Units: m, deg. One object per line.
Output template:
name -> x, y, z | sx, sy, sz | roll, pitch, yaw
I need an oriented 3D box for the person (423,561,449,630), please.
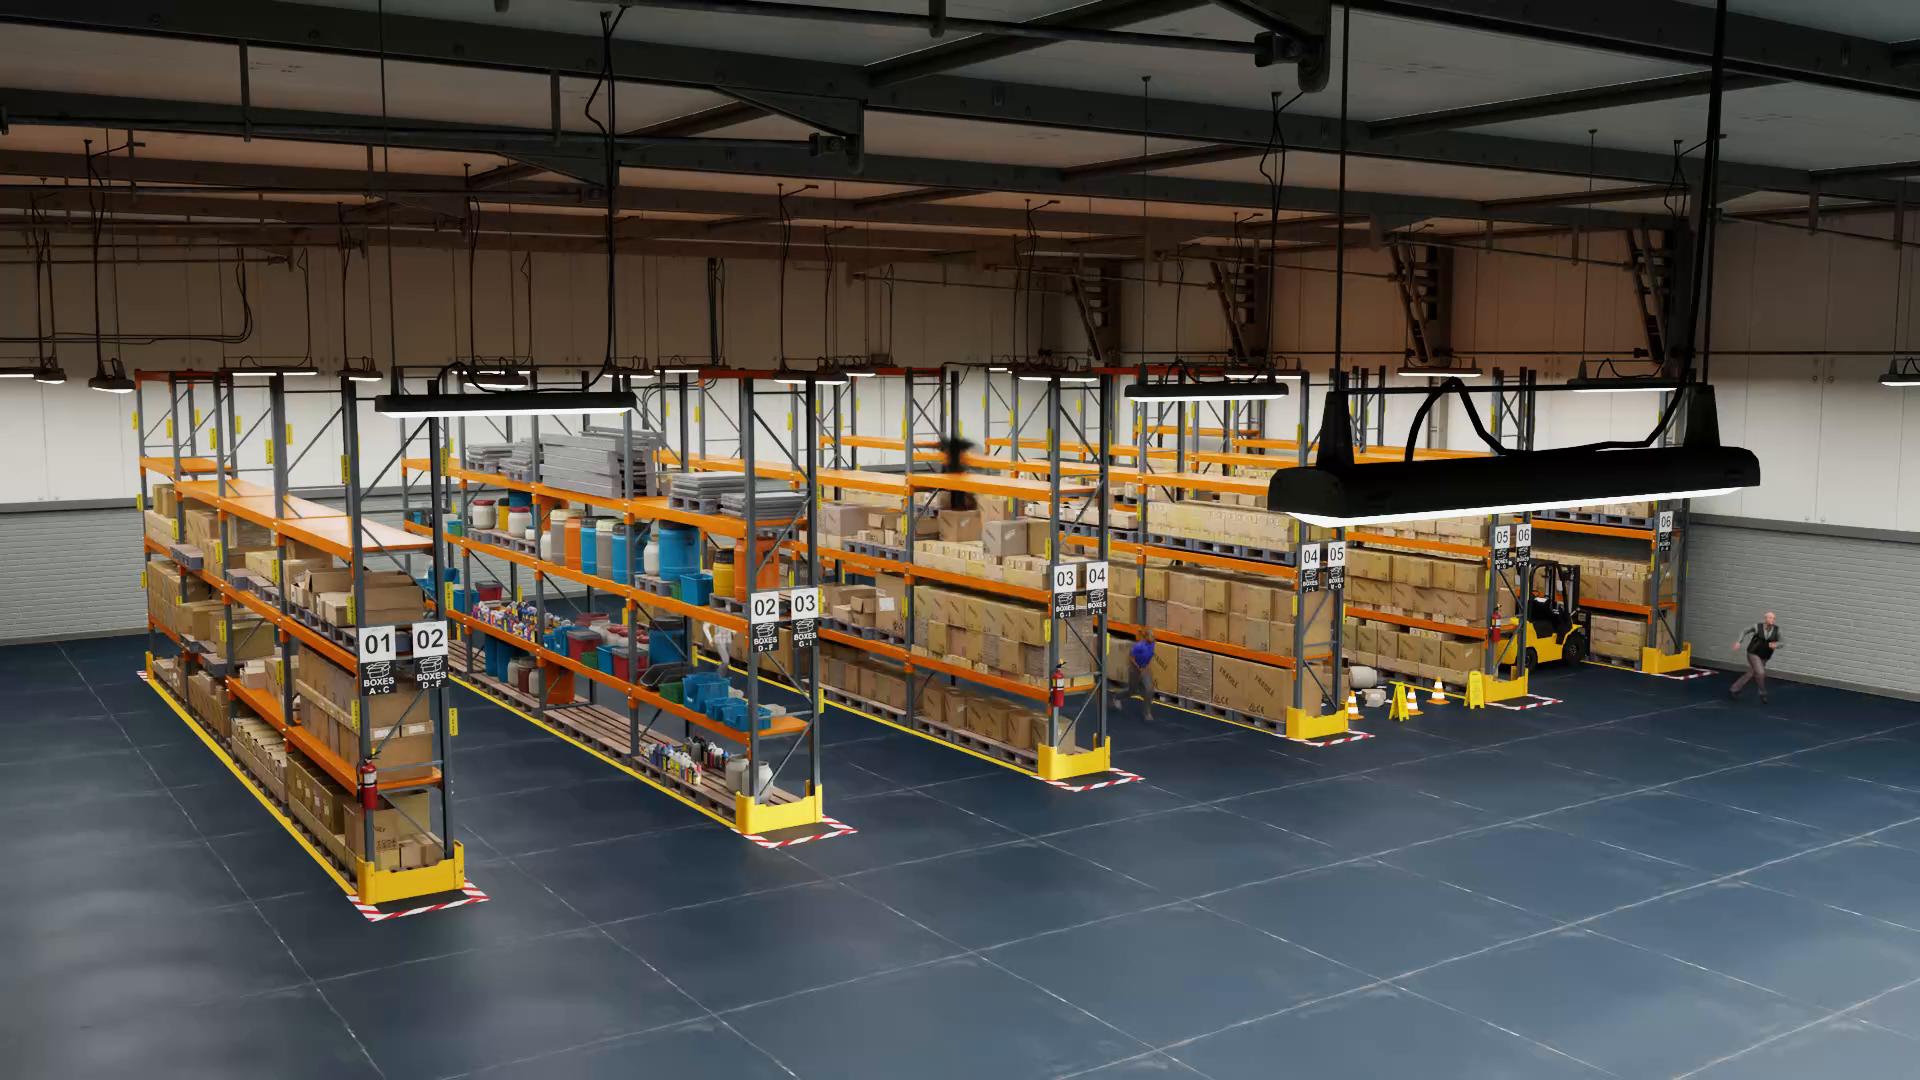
person -> -11.876, 1.286, 37.391 | 0.835, 1.644, 0.597 | -3, 7, -24

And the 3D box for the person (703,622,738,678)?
person -> -4.445, 1.972, 31.231 | 0.582, 1.717, 0.694 | -6, 9, -41

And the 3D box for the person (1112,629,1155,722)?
person -> 3.054, 2.304, 28.933 | 0.959, 1.622, 0.601 | 6, 9, 43

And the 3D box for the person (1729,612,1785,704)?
person -> 14.435, 2.103, 30.083 | 0.767, 1.639, 0.706 | -1, 7, -9
